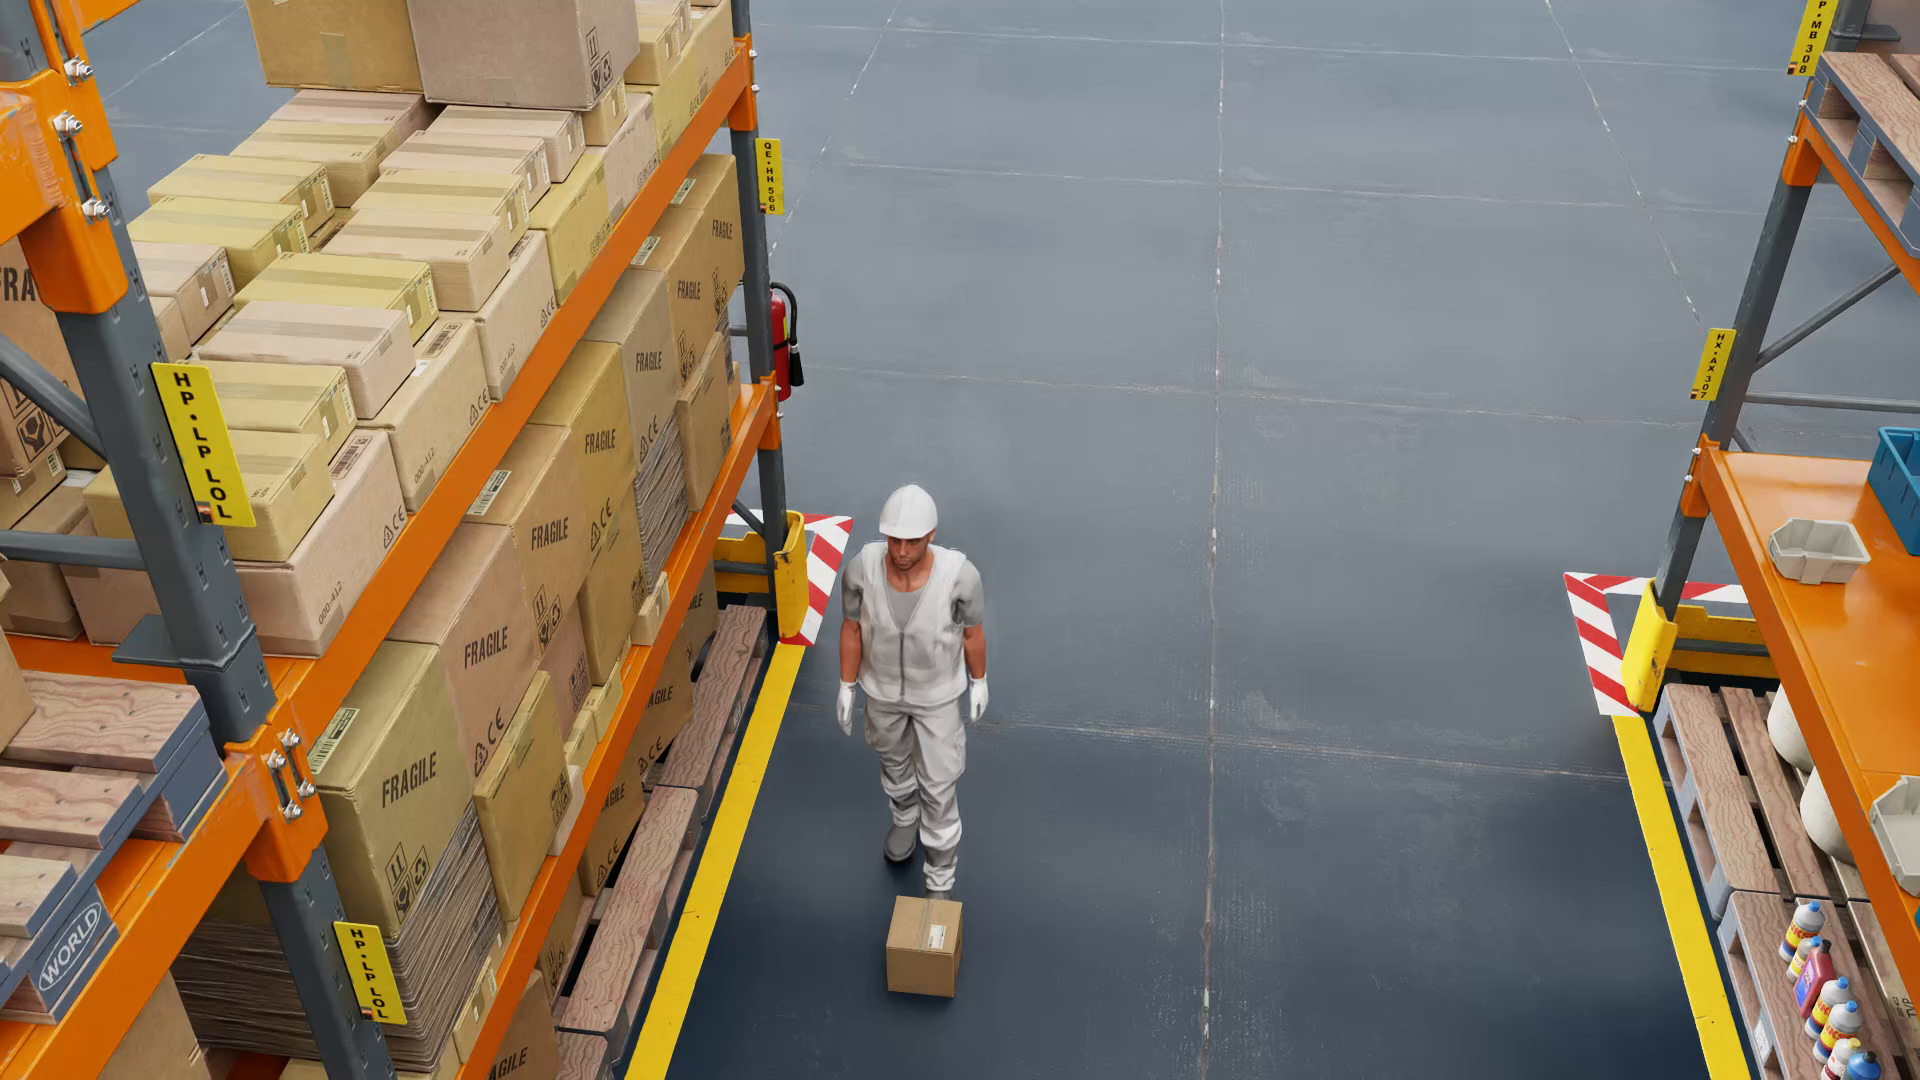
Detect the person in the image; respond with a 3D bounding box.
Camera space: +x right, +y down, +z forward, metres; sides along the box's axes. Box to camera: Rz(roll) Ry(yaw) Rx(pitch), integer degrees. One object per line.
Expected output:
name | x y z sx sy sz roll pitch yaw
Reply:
person | -0.200 0.616 6.144 0.549 1.781 0.668 7 36 10
